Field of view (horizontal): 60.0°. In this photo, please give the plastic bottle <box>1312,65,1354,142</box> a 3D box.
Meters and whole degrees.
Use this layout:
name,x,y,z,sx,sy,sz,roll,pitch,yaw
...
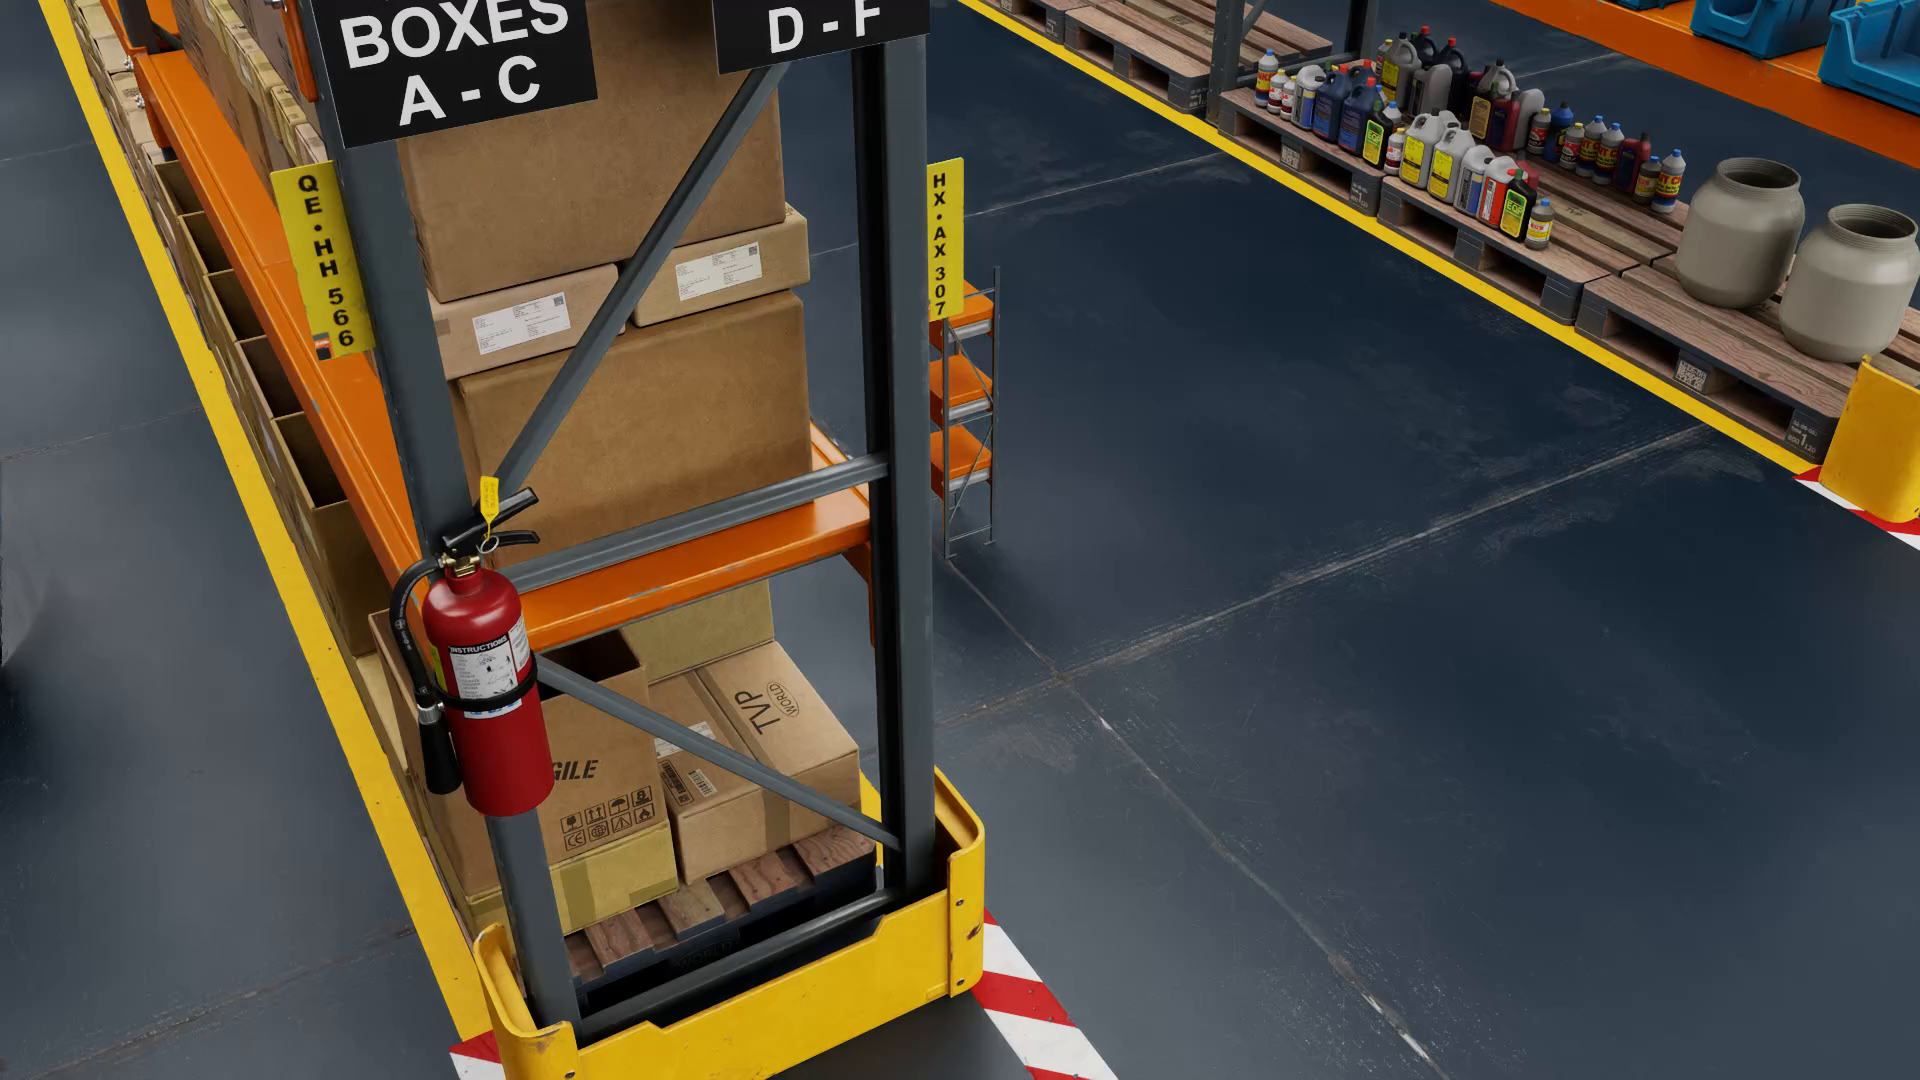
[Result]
name,x,y,z,sx,sy,sz,roll,pitch,yaw
plastic bottle,1.801,-2.105,7.962,0.144,0.351,0.185,-18,40,-23

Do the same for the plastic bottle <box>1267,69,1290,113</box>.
name,x,y,z,sx,sy,sz,roll,pitch,yaw
plastic bottle,1.587,-2.235,8.267,0.097,0.201,0.097,0,36,0

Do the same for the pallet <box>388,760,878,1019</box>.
name,x,y,z,sx,sy,sz,roll,pitch,yaw
pallet,-0.941,0.722,4.582,1.003,0.211,1.213,-19,40,-24

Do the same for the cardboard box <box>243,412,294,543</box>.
name,x,y,z,sx,sy,sz,roll,pitch,yaw
cardboard box,-2.066,-0.286,5.574,0.500,0.250,0.500,-19,40,-24

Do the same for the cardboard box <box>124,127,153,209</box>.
name,x,y,z,sx,sy,sz,roll,pitch,yaw
cardboard box,-3.499,-1.770,7.606,0.500,0.250,0.500,-18,40,-23

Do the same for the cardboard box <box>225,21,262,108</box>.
name,x,y,z,sx,sy,sz,roll,pitch,yaw
cardboard box,-1.658,-1.257,4.294,0.380,0.149,0.250,-19,40,-25

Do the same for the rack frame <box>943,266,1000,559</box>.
name,x,y,z,sx,sy,sz,roll,pitch,yaw
rack frame,0.034,-0.389,5.393,0.200,1.050,0.008,-19,40,-24

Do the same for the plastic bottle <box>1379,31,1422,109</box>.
name,x,y,z,sx,sy,sz,roll,pitch,yaw
plastic bottle,2.203,-2.354,8.303,0.144,0.351,0.185,-19,40,-24

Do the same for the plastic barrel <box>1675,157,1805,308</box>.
name,x,y,z,sx,sy,sz,roll,pitch,yaw
plastic barrel,3.116,-1.226,6.638,0.421,0.512,0.421,0,36,0

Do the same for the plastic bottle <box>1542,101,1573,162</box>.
name,x,y,z,sx,sy,sz,roll,pitch,yaw
plastic bottle,2.798,-1.914,7.768,0.097,0.271,0.097,0,36,0

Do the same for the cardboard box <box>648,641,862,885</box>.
name,x,y,z,sx,sy,sz,roll,pitch,yaw
cardboard box,-0.598,0.575,4.395,0.500,0.250,0.500,-19,40,-24

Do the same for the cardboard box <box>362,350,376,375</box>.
name,x,y,z,sx,sy,sz,roll,pitch,yaw
cardboard box,-1.257,-0.830,4.258,0.700,0.500,0.500,-19,40,-24

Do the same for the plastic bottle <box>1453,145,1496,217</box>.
name,x,y,z,sx,sy,sz,roll,pitch,yaw
plastic bottle,2.290,-1.584,7.312,0.152,0.276,0.135,-20,41,-25

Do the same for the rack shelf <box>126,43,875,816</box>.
name,x,y,z,sx,sy,sz,roll,pitch,yaw
rack shelf,-1.525,-0.756,4.851,1.077,0.370,4.000,-19,40,-24

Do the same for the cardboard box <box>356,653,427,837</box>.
name,x,y,z,sx,sy,sz,roll,pitch,yaw
cardboard box,-1.307,0.477,4.529,0.500,0.250,0.500,-19,40,-24

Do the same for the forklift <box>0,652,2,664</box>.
name,x,y,z,sx,sy,sz,roll,pitch,yaw
forklift,-4.443,-1.007,4.644,3.031,2.935,1.130,22,42,28

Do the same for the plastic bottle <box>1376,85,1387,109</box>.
name,x,y,z,sx,sy,sz,roll,pitch,yaw
plastic bottle,1.978,-2.035,7.933,0.097,0.271,0.097,0,36,0

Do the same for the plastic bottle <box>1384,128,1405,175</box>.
name,x,y,z,sx,sy,sz,roll,pitch,yaw
plastic bottle,2.018,-1.798,7.667,0.097,0.201,0.097,0,36,0

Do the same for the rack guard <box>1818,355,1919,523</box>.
name,x,y,z,sx,sy,sz,roll,pitch,yaw
rack guard,3.685,-0.508,6.021,1.175,0.500,0.348,-19,40,-24

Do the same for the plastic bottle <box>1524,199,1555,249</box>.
name,x,y,z,sx,sy,sz,roll,pitch,yaw
plastic bottle,2.462,-1.346,7.050,0.097,0.201,0.097,0,36,0

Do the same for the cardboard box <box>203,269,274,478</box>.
name,x,y,z,sx,sy,sz,roll,pitch,yaw
cardboard box,-2.065,-0.589,5.353,0.500,0.500,0.500,-19,40,-24

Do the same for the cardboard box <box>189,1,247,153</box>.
name,x,y,z,sx,sy,sz,roll,pitch,yaw
cardboard box,-2.031,-1.615,5.333,0.700,0.500,0.500,-19,40,-24

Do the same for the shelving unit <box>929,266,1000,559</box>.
name,x,y,z,sx,sy,sz,roll,pitch,yaw
shelving unit,-0.027,-0.451,5.478,0.215,1.050,0.252,-19,40,-24

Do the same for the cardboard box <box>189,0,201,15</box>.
name,x,y,z,sx,sy,sz,roll,pitch,yaw
cardboard box,-2.048,-1.653,4.836,0.380,0.149,0.250,-20,41,-25

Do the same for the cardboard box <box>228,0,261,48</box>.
name,x,y,z,sx,sy,sz,roll,pitch,yaw
cardboard box,-1.545,-1.638,4.265,0.700,0.500,0.500,-19,40,-24

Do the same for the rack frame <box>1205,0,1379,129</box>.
name,x,y,z,sx,sy,sz,roll,pitch,yaw
rack frame,1.754,-3.532,8.043,1.000,3.000,0.127,-19,40,-24

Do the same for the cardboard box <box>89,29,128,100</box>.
name,x,y,z,sx,sy,sz,roll,pitch,yaw
cardboard box,-3.746,-2.249,7.786,0.500,0.311,0.500,-19,40,-24

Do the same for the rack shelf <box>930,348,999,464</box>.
name,x,y,z,sx,sy,sz,roll,pitch,yaw
rack shelf,-0.027,-0.443,5.484,0.215,0.259,0.240,-19,40,-24

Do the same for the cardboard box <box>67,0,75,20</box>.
name,x,y,z,sx,sy,sz,roll,pitch,yaw
cardboard box,-4.531,-3.038,8.866,0.500,0.311,0.500,-18,40,-22

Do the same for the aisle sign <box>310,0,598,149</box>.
name,x,y,z,sx,sy,sz,roll,pitch,yaw
aisle sign,-0.742,-0.956,2.311,0.394,0.787,0.004,-19,40,-24

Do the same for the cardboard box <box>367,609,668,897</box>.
name,x,y,z,sx,sy,sz,roll,pitch,yaw
cardboard box,-1.047,0.426,3.962,0.500,0.500,0.500,-19,40,-24

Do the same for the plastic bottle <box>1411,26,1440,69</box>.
name,x,y,z,sx,sy,sz,roll,pitch,yaw
plastic bottle,2.327,-2.397,8.362,0.144,0.351,0.185,-20,41,-25

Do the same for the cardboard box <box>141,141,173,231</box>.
name,x,y,z,sx,sy,sz,roll,pitch,yaw
cardboard box,-2.982,-1.473,6.724,0.500,0.311,0.500,-19,40,-24

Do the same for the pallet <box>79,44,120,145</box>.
name,x,y,z,sx,sy,sz,roll,pitch,yaw
pallet,-4.160,-2.549,9.060,1.003,0.211,1.213,-19,40,-24

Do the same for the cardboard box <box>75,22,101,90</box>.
name,x,y,z,sx,sy,sz,roll,pitch,yaw
cardboard box,-4.277,-2.555,8.680,0.500,0.250,0.500,-20,41,-25

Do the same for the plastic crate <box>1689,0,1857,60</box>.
name,x,y,z,sx,sy,sz,roll,pitch,yaw
plastic crate,2.933,-1.932,5.978,0.499,0.251,0.408,-19,40,-24

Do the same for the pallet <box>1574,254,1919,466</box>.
name,x,y,z,sx,sy,sz,roll,pitch,yaw
pallet,3.282,-0.807,6.676,1.003,0.211,1.213,-19,40,-24

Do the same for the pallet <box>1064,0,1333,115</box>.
name,x,y,z,sx,sy,sz,roll,pitch,yaw
pallet,1.326,-2.795,9.398,1.003,0.211,1.213,-19,40,-24

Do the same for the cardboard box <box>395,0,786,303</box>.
name,x,y,z,sx,sy,sz,roll,pitch,yaw
cardboard box,-0.771,-0.859,3.199,0.700,0.500,0.500,-19,40,-24

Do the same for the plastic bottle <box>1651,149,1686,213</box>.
name,x,y,z,sx,sy,sz,roll,pitch,yaw
plastic bottle,3.123,-1.585,7.317,0.097,0.271,0.097,0,36,0

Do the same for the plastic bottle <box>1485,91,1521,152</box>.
name,x,y,z,sx,sy,sz,roll,pitch,yaw
plastic bottle,2.572,-1.991,7.863,0.061,0.283,0.133,-19,40,-24

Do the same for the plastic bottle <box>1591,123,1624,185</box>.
name,x,y,z,sx,sy,sz,roll,pitch,yaw
plastic bottle,2.950,-1.760,7.556,0.097,0.271,0.097,0,36,0

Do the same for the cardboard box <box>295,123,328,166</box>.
name,x,y,z,sx,sy,sz,roll,pitch,yaw
cardboard box,-1.263,-0.859,3.749,0.380,0.149,0.250,-18,40,-23

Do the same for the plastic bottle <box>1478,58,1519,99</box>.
name,x,y,z,sx,sy,sz,roll,pitch,yaw
plastic bottle,2.586,-2.134,8.002,0.144,0.351,0.185,-19,40,-24
